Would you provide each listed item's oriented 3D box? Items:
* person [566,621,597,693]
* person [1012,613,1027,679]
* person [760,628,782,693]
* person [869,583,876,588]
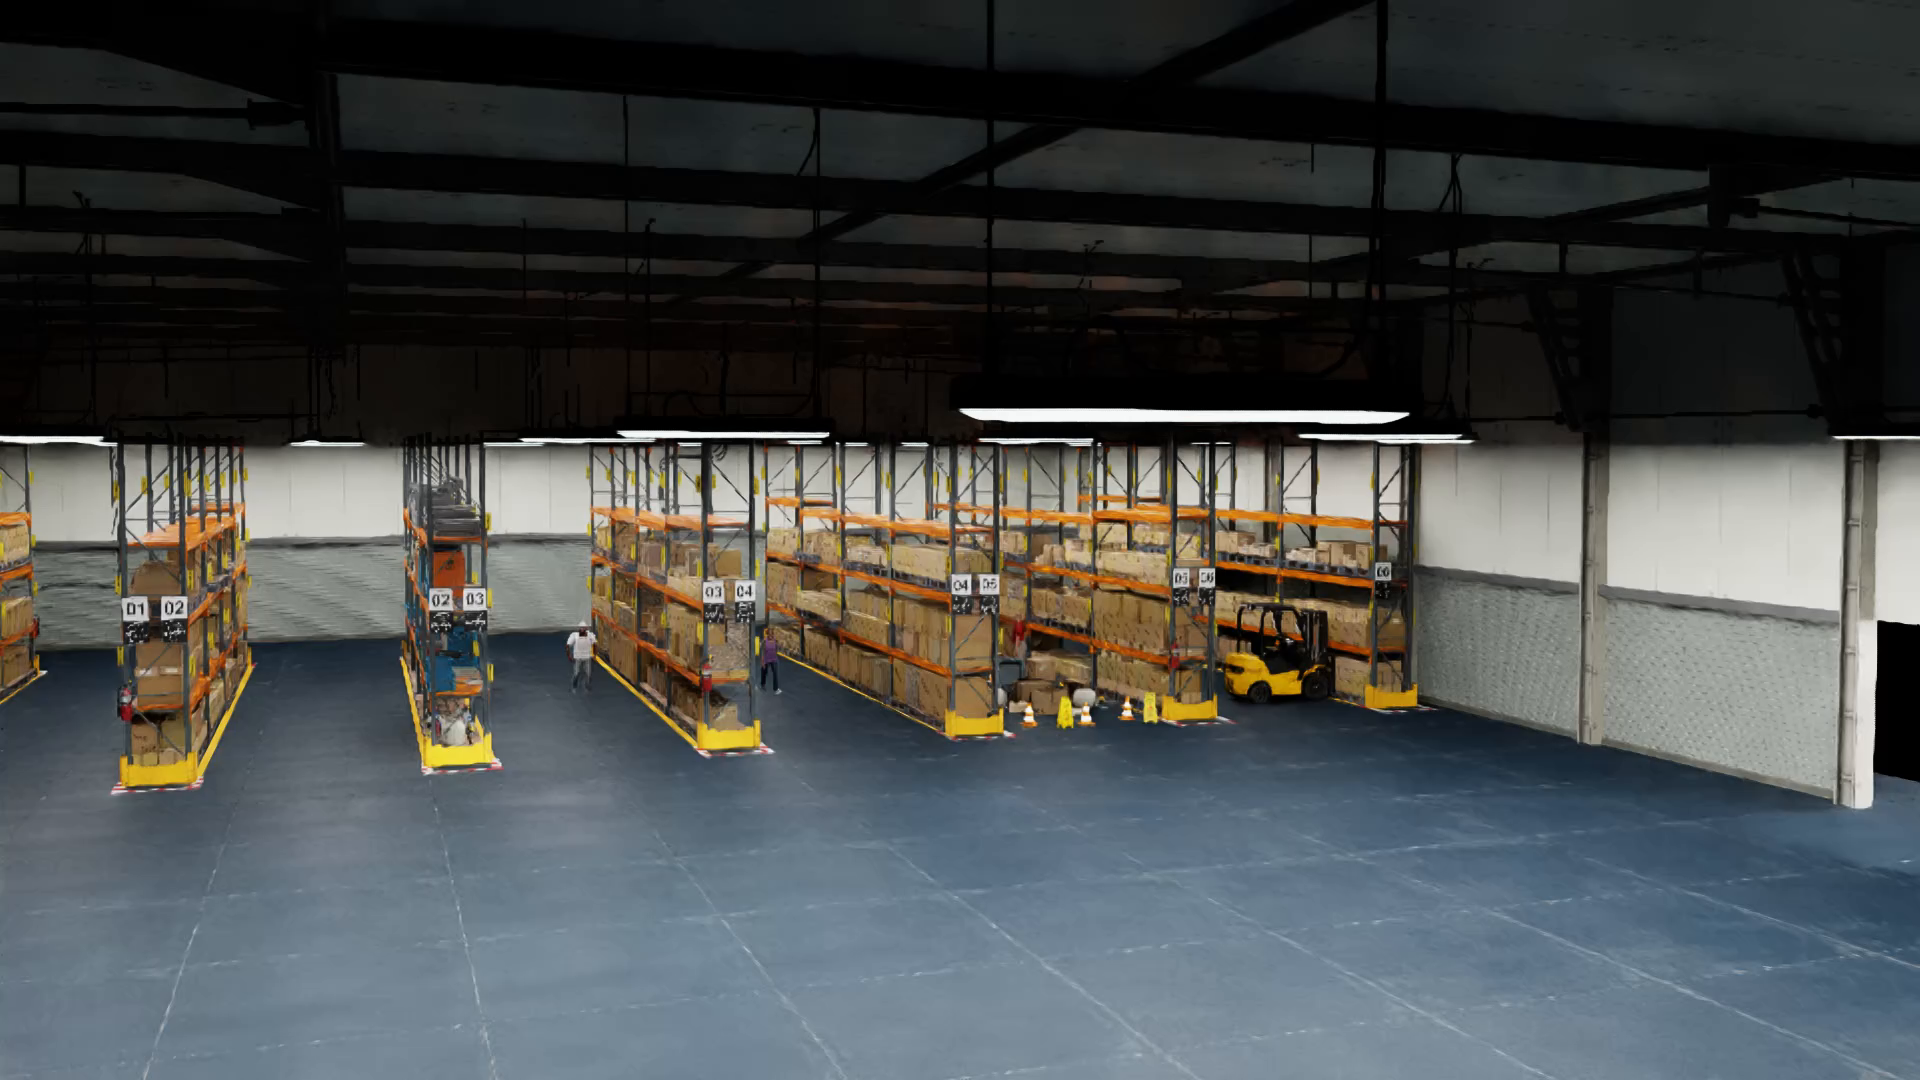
[{"bbox_3d":[-8.799,2.729,38.697,0.719,1.714,0.578,-1,3,-21],"label":"person"},{"bbox_3d":[1.393,2.616,40.263,0.578,1.721,0.654,0,3,5],"label":"person"},{"bbox_3d":[-4.453,2.797,38.785,0.419,1.514,1.038,-1,3,-22],"label":"person"},{"bbox_3d":[-2.534,2.144,48.479,0.581,1.787,0.740,-1,3,-15],"label":"person"}]
